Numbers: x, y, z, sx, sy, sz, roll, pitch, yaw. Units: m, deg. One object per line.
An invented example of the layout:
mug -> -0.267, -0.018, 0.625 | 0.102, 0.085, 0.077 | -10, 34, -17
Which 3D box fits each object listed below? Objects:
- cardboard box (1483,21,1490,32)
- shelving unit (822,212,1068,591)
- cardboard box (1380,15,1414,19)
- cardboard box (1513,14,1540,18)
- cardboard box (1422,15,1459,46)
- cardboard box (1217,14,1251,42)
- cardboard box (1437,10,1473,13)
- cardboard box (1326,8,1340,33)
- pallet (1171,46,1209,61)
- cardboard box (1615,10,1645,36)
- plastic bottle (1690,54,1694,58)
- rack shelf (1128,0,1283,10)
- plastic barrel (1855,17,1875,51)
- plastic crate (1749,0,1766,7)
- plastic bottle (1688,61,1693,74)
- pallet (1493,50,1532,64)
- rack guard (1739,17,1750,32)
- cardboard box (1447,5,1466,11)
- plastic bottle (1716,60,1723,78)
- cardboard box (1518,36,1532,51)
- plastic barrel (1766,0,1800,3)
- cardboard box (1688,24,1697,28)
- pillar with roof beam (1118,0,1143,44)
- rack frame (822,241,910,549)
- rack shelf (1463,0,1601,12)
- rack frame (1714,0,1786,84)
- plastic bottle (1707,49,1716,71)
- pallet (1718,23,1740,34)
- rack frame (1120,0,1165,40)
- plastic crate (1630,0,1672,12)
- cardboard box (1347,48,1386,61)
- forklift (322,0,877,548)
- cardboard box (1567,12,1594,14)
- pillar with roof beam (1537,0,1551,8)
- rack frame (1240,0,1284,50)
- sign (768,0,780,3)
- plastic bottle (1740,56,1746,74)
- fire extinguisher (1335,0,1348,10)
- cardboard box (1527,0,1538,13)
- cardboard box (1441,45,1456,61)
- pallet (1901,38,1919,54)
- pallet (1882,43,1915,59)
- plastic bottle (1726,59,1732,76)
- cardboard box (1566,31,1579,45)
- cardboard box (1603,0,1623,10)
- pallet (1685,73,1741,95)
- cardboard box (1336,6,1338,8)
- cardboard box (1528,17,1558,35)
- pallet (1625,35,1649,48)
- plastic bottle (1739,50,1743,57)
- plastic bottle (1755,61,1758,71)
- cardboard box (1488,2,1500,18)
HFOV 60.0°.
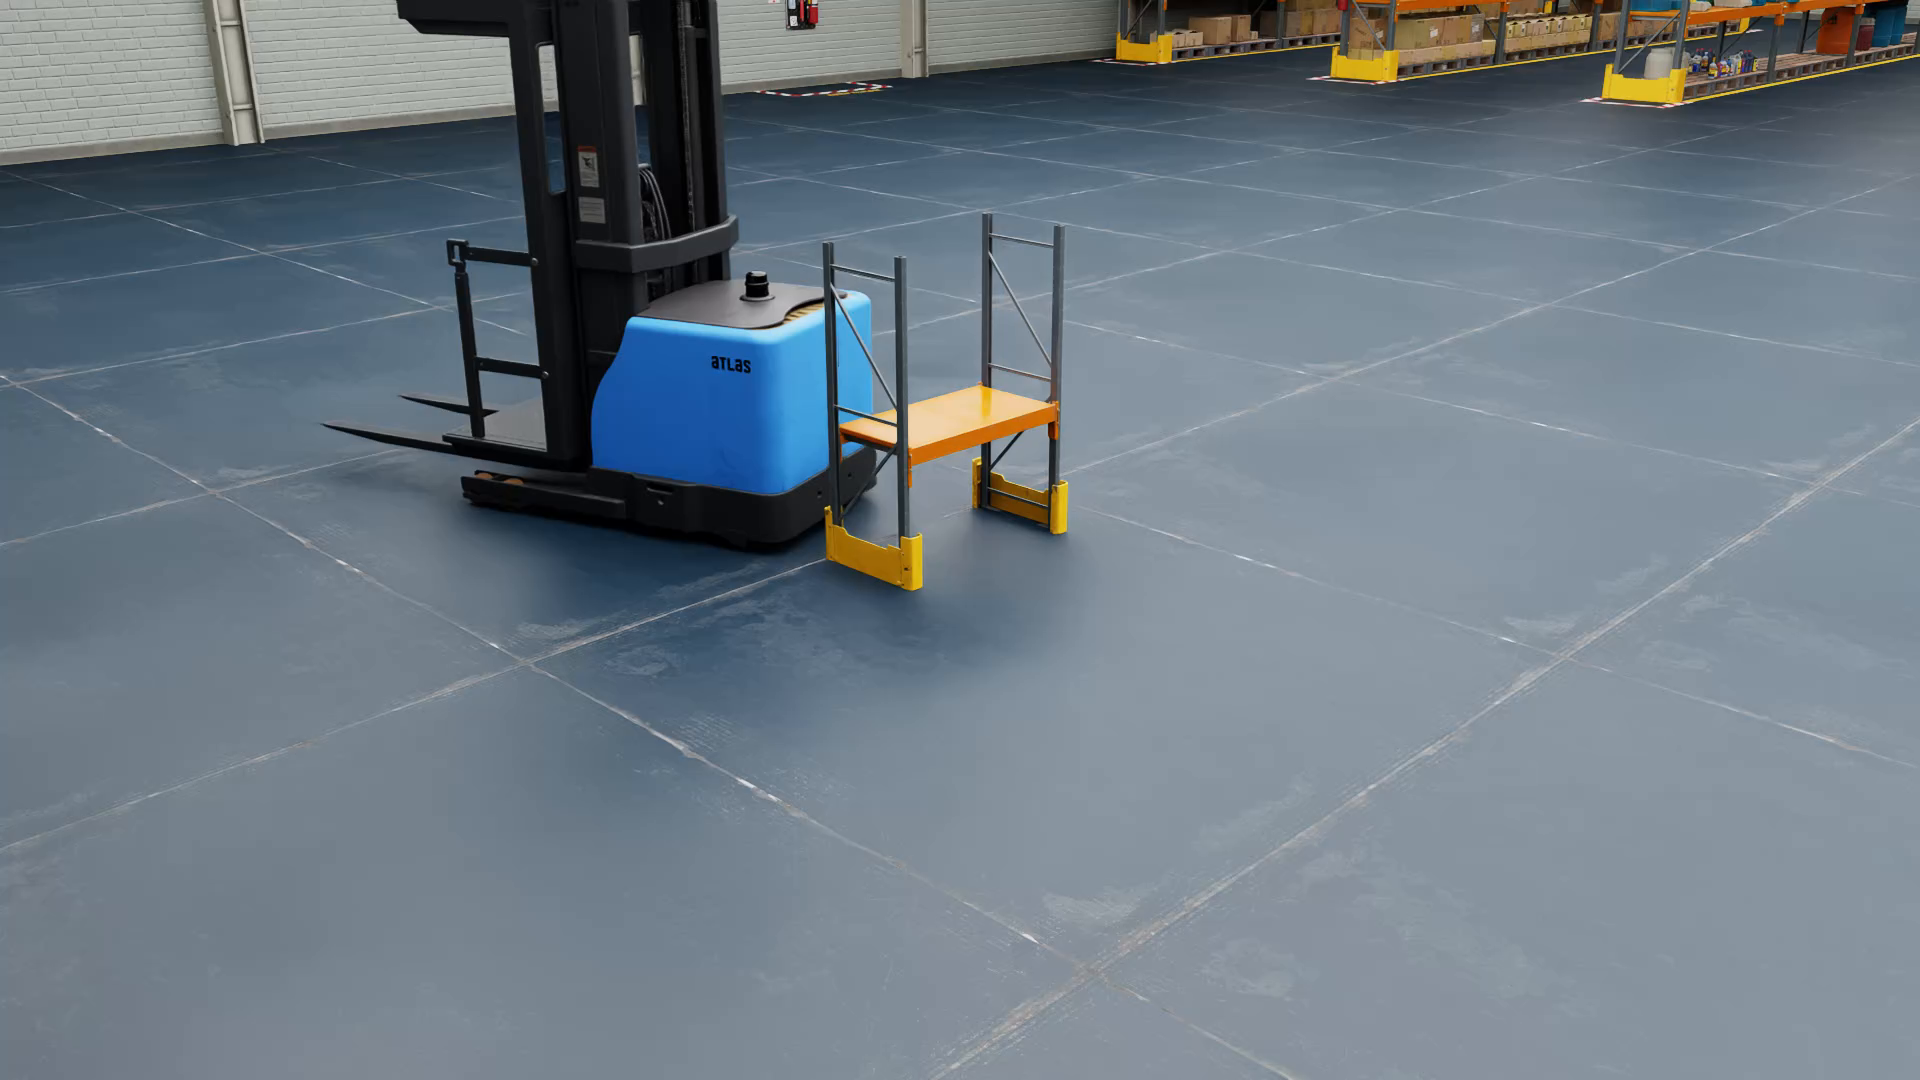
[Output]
cardboard box -> 9.937, -9.861, 32.015 | 0.500, 0.311, 0.500 | 19, 28, 41
shelving unit -> -0.053, -0.680, 7.755 | 0.587, 1.500, 1.083 | 19, 28, 41
cardboard box -> 7.917, -9.218, 30.079 | 0.500, 0.500, 0.500 | 19, 28, 41
cardboard box -> 11.357, -10.385, 33.377 | 0.500, 0.311, 0.500 | 18, 28, 39
cardboard box -> 8.651, -9.212, 30.064 | 0.500, 0.500, 0.500 | 19, 28, 41
cardboard box -> 5.613, -10.512, 34.113 | 0.500, 0.500, 0.500 | 17, 27, 37
cardboard box -> 9.312, -9.733, 31.417 | 0.500, 0.500, 0.500 | 19, 28, 41
cardboard box -> 7.864, -11.380, 36.373 | 0.700, 0.500, 0.500 | 19, 28, 40
pallet -> 4.163, -9.639, 32.860 | 1.003, 0.211, 1.213 | 19, 28, 41
cardboard box -> 14.248, -11.022, 35.442 | 0.500, 0.500, 0.500 | 18, 27, 39
plastic bottle -> 12.269, -8.024, 27.942 | 0.133, 0.283, 0.061 | -19, 28, -40
rack shelf -> 4.913, -10.900, 33.255 | 1.077, 0.370, 4.000 | 19, 28, 41
plastic barrel -> 17.313, -9.789, 32.138 | 0.600, 0.588, 0.708 | 19, 28, 41
plastic crate -> 12.829, -8.848, 27.122 | 0.499, 0.251, 0.616 | 19, 28, 41
plastic bottle -> 12.105, -7.841, 27.581 | 0.097, 0.201, 0.097 | 0, 21, 0
pallet -> 10.346, -9.409, 32.259 | 1.003, 0.211, 1.213 | 19, 28, 41
rack guard -> 18.178, -12.409, 39.663 | 1.175, 0.500, 0.348 | 19, 28, 41
cardboard box -> 11.528, -12.799, 39.605 | 0.750, 0.750, 0.750 | 20, 28, 41
plastic bottle -> 12.275, -7.621, 26.895 | 0.133, 0.283, 0.061 | -20, 28, -41
cardboard box -> 10.676, -9.596, 32.108 | 0.500, 0.250, 0.500 | -19, 28, -41
plastic barrel -> 13.893, -9.528, 27.983 | 0.600, 0.901, 0.708 | 19, 28, 41
cardboard box -> 16.485, -11.729, 37.745 | 0.380, 0.166, 0.250 | 19, 28, 41
pillar with roof beam -> 6.470, -12.841, 28.940 | 9.100, 9.000, 0.400 | 19, 28, 41
rack frame -> -0.414, -0.547, 7.408 | 0.500, 1.500, 0.032 | 19, 28, 41
rack shelf -> 11.255, -10.689, 32.707 | 1.077, 0.370, 4.000 | 19, 28, 41
rack frame -> 13.406, -9.270, 28.012 | 1.000, 3.000, 0.127 | 19, 28, 41
plastic bottle -> 12.649, -8.099, 28.045 | 0.144, 0.351, 0.185 | 19, 28, 41
pallet -> 17.622, -12.069, 39.181 | 1.003, 0.211, 1.213 | 19, 28, 41
rack frame -> 3.517, -10.722, 31.788 | 1.000, 3.000, 0.127 | 19, 28, 41
plastic crate -> 10.750, -8.376, 25.893 | 0.499, 0.251, 0.616 | 19, 28, 41
cardboard box -> 7.232, -8.607, 29.534 | 0.500, 0.250, 0.500 | 19, 28, 41
forklift -> -1.988, -1.675, 8.346 | 3.031, 2.935, 1.130 | 10, 23, 23
cardboard box -> 13.134, -10.877, 35.063 | 0.500, 0.500, 0.500 | -19, 28, -40
pillar with roof beam -> 19.027, -17.468, 40.978 | 9.100, 9.000, 0.400 | 19, 28, 41
rack frame -> 6.308, -11.750, 34.463 | 1.000, 3.000, 0.127 | 19, 28, 41
sign -> -3.010, -8.850, 26.870 | 0.001, 0.329, 0.234 | 19, 28, 41
plastic bottle -> 12.946, -7.868, 27.538 | 0.133, 0.283, 0.061 | -18, 27, -39
fire extinguisher -> 6.654, -9.532, 28.802 | 0.296, 0.674, 0.183 | 19, 28, 41
cardboard box -> 14.262, -13.659, 42.329 | 0.700, 0.500, 0.500 | 19, 28, 41
cardboard box -> 8.650, -8.863, 30.199 | 0.500, 0.250, 0.500 | 19, 28, 41
pallet -> 19.472, -10.224, 34.380 | 1.003, 0.211, 1.213 | 19, 28, 41
pallet -> 18.419, -9.837, 33.374 | 1.003, 0.211, 1.213 | 19, 28, 41
plastic bottle -> 12.554, -7.728, 27.189 | 0.097, 0.271, 0.097 | 0, 21, 0
cardboard box -> 12.101, -10.122, 33.476 | 0.500, 0.250, 0.500 | 19, 28, 40
cardboard box -> 13.881, -11.506, 35.656 | 0.500, 0.250, 0.500 | 19, 28, 40
pallet -> 12.057, -7.491, 27.271 | 1.003, 0.211, 1.213 | 19, 28, 41
cardboard box -> 8.191, -11.838, 36.518 | 0.500, 0.250, 0.500 | -20, 28, -41
cardboard box -> 11.398, -10.125, 32.701 | 0.500, 0.311, 0.500 | -19, 28, -41
pallet -> 14.049, -10.732, 35.702 | 1.003, 0.211, 1.213 | 19, 28, 41
plastic bottle -> 13.060, -8.038, 27.884 | 0.144, 0.351, 0.185 | 19, 28, 41
plastic bottle -> 13.376, -7.998, 27.990 | 0.097, 0.201, 0.097 | 0, 21, 0
cardboard box -> 12.837, -13.130, 40.954 | 0.700, 0.500, 0.500 | 19, 28, 40
